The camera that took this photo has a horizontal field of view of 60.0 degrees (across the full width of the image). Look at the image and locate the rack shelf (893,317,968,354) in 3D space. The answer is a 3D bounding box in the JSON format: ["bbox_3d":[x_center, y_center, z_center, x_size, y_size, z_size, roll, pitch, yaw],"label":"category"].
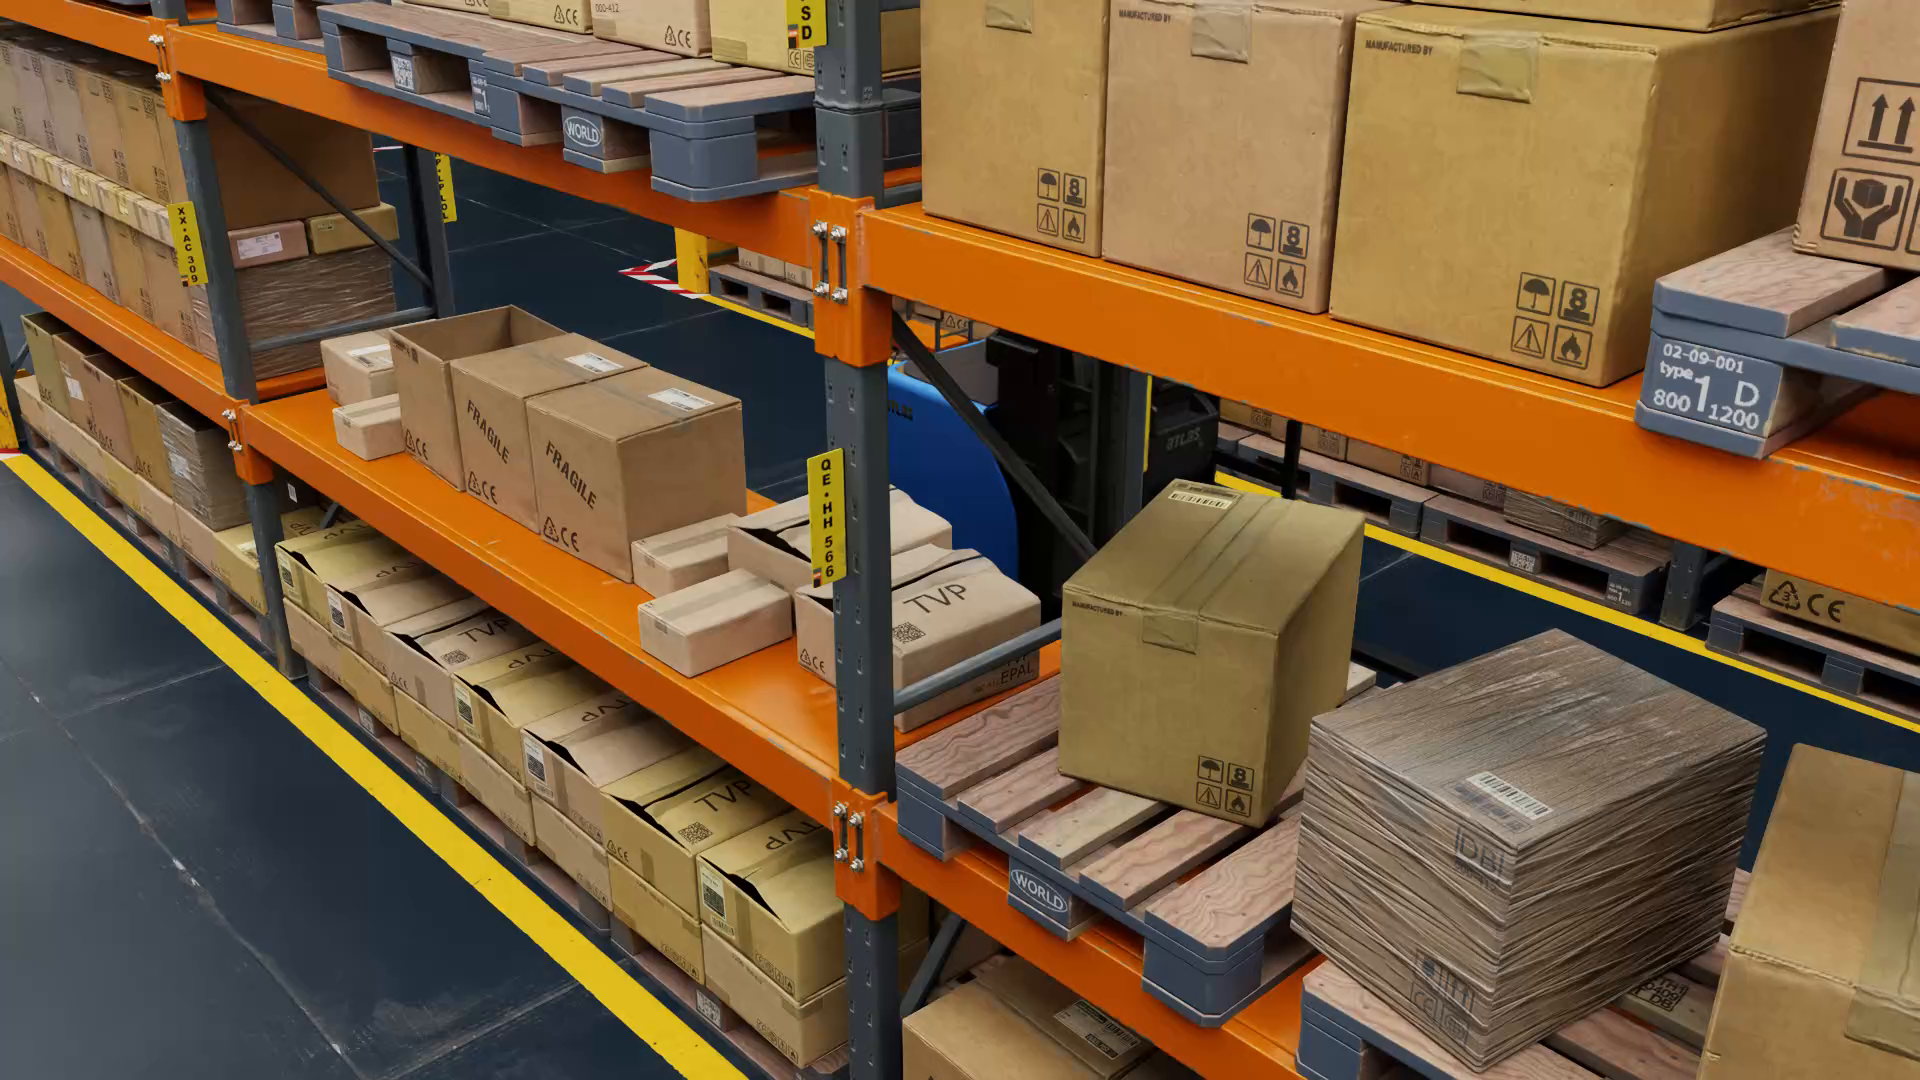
[{"bbox_3d":[-0.190,-0.998,8.545,0.258,0.148,0.480,-20,31,-37],"label":"rack shelf"}]

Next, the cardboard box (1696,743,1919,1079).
[{"bbox_3d":[1.578,0.778,2.805,0.500,0.500,0.700,15,28,29],"label":"cardboard box"}]

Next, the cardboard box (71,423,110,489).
[{"bbox_3d":[-4.482,-0.516,9.074,0.500,0.250,0.500,-21,32,-38],"label":"cardboard box"}]

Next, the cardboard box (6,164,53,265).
[{"bbox_3d":[-4.700,-1.846,9.063,0.700,0.500,0.500,-20,31,-37],"label":"cardboard box"}]

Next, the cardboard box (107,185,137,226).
[{"bbox_3d":[-3.674,-1.563,7.660,0.380,0.149,0.250,-21,32,-39],"label":"cardboard box"}]

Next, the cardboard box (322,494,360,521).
[{"bbox_3d":[-2.726,-0.402,7.922,0.500,0.500,0.500,-21,32,-38],"label":"cardboard box"}]

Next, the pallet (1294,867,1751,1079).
[{"bbox_3d":[1.429,0.995,3.186,1.003,0.211,1.213,-21,32,-38],"label":"pallet"}]

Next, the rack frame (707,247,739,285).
[{"bbox_3d":[-1.758,-3.510,12.830,1.000,3.000,0.127,-21,32,-38],"label":"rack frame"}]

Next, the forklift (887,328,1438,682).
[{"bbox_3d":[0.941,-0.857,7.097,1.130,2.935,3.031,-20,31,-37],"label":"forklift"}]

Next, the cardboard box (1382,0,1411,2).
[{"bbox_3d":[0.738,-1.257,2.951,0.500,0.500,0.500,-21,32,-38],"label":"cardboard box"}]

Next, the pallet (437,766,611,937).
[{"bbox_3d":[-1.268,0.959,6.394,1.003,0.211,1.213,-21,32,-38],"label":"pallet"}]

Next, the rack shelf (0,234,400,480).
[{"bbox_3d":[-4.005,-1.171,8.569,1.077,0.370,4.000,-21,32,-38],"label":"rack shelf"}]

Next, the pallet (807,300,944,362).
[{"bbox_3d":[-0.347,-1.593,11.987,1.003,0.211,1.213,-21,32,-38],"label":"pallet"}]

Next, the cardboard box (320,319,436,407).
[{"bbox_3d":[-2.269,-0.687,6.822,0.500,0.250,0.500,-19,31,-35],"label":"cardboard box"}]

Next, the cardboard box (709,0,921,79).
[{"bbox_3d":[-0.255,-1.289,4.022,0.500,0.250,0.500,21,32,38],"label":"cardboard box"}]

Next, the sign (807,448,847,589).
[{"bbox_3d":[-0.307,-0.048,3.847,0.100,0.325,0.005,-21,32,-38],"label":"sign"}]

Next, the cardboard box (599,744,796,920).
[{"bbox_3d":[-0.802,0.880,5.337,0.500,0.311,0.500,-22,32,-39],"label":"cardboard box"}]

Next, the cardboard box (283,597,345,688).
[{"bbox_3d":[-2.543,0.361,7.153,0.500,0.250,0.500,-22,33,-40],"label":"cardboard box"}]

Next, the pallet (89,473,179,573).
[{"bbox_3d":[-3.989,-0.246,9.034,1.003,0.211,1.213,-21,32,-38],"label":"pallet"}]

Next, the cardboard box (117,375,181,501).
[{"bbox_3d":[-3.792,-0.557,8.260,0.500,0.500,0.500,-21,32,-38],"label":"cardboard box"}]

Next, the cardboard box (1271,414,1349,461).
[{"bbox_3d":[2.200,-0.835,9.447,0.700,0.500,0.500,-21,32,-38],"label":"cardboard box"}]

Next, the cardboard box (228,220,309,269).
[{"bbox_3d":[-2.980,-1.254,6.983,0.380,0.149,0.250,-21,32,-38],"label":"cardboard box"}]

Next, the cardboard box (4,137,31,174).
[{"bbox_3d":[-4.738,-2.032,8.688,0.380,0.149,0.250,-22,32,-39],"label":"cardboard box"}]

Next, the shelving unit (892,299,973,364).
[{"bbox_3d":[-0.190,-0.640,8.708,0.258,1.200,0.503,-20,31,-37],"label":"shelving unit"}]

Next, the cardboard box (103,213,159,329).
[{"bbox_3d":[-3.651,-1.381,8.043,0.700,0.500,0.500,-21,32,-38],"label":"cardboard box"}]

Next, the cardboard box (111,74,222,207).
[{"bbox_3d":[-3.292,-1.813,7.427,0.700,0.500,0.500,-21,32,-39],"label":"cardboard box"}]

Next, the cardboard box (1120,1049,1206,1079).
[{"bbox_3d":[0.561,1.633,4.038,0.500,0.500,0.500,22,33,40],"label":"cardboard box"}]

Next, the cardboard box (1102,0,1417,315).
[{"bbox_3d":[0.768,-0.813,3.184,0.910,0.500,0.500,-21,32,-38],"label":"cardboard box"}]

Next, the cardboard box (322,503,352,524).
[{"bbox_3d":[-2.733,-0.058,8.071,0.500,0.250,0.500,-21,32,-38],"label":"cardboard box"}]

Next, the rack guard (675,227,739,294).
[{"bbox_3d":[-1.706,-2.350,13.299,1.175,0.500,0.348,-21,32,-38],"label":"rack guard"}]

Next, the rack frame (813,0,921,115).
[{"bbox_3d":[0.096,-2.409,3.189,1.000,3.000,0.127,-21,32,-38],"label":"rack frame"}]

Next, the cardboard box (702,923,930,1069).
[{"bbox_3d":[-0.441,1.290,5.116,0.500,0.250,0.500,-20,31,-37],"label":"cardboard box"}]

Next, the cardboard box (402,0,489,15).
[{"bbox_3d":[-1.376,-1.783,5.105,0.500,0.250,0.500,20,32,37],"label":"cardboard box"}]

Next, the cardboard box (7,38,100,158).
[{"bbox_3d":[-4.317,-2.268,8.424,0.700,0.500,0.500,-21,32,-38],"label":"cardboard box"}]

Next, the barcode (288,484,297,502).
[{"bbox_3d":[-2.767,-0.196,6.891,0.001,0.075,0.075,-21,32,-38],"label":"barcode"}]

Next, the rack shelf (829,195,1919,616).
[{"bbox_3d":[1.463,-0.111,2.633,1.077,0.370,4.000,-21,32,-38],"label":"rack shelf"}]

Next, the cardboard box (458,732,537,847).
[{"bbox_3d":[-1.492,0.826,6.132,0.500,0.250,0.500,-20,32,-38],"label":"cardboard box"}]

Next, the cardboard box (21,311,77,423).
[{"bbox_3d":[-4.824,-1.008,9.250,0.500,0.500,0.500,-21,32,-38],"label":"cardboard box"}]

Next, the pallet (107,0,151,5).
[{"bbox_3d":[-3.240,-2.467,7.037,1.003,0.211,1.213,-21,32,-38],"label":"pallet"}]

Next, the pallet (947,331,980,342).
[{"bbox_3d":[0.491,-1.223,11.177,1.003,0.211,1.213,-21,32,-38],"label":"pallet"}]

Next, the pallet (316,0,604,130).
[{"bbox_3d":[-1.199,-1.477,4.987,1.003,0.211,1.213,-19,31,-36],"label":"pallet"}]

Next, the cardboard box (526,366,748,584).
[{"bbox_3d":[-1.063,-0.229,5.518,0.500,0.500,0.500,22,32,39],"label":"cardboard box"}]

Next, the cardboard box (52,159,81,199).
[{"bbox_3d":[-4.211,-1.798,8.176,0.380,0.149,0.250,-21,32,-38],"label":"cardboard box"}]

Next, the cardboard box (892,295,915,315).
[{"bbox_3d":[-0.497,-1.929,11.845,0.500,0.500,0.700,21,32,39],"label":"cardboard box"}]

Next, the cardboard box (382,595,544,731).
[{"bbox_3d":[-1.844,0.418,6.350,0.500,0.311,0.500,23,33,40],"label":"cardboard box"}]

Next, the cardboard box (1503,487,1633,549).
[{"bbox_3d":[3.179,-0.353,8.391,0.700,0.500,0.500,-21,32,-38],"label":"cardboard box"}]

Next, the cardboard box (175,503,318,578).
[{"bbox_3d":[-3.449,-0.065,8.085,0.500,0.250,0.500,-21,32,-38],"label":"cardboard box"}]

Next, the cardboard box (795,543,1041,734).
[{"bbox_3d":[-0.121,0.238,4.722,0.500,0.311,0.500,-19,31,-35],"label":"cardboard box"}]
